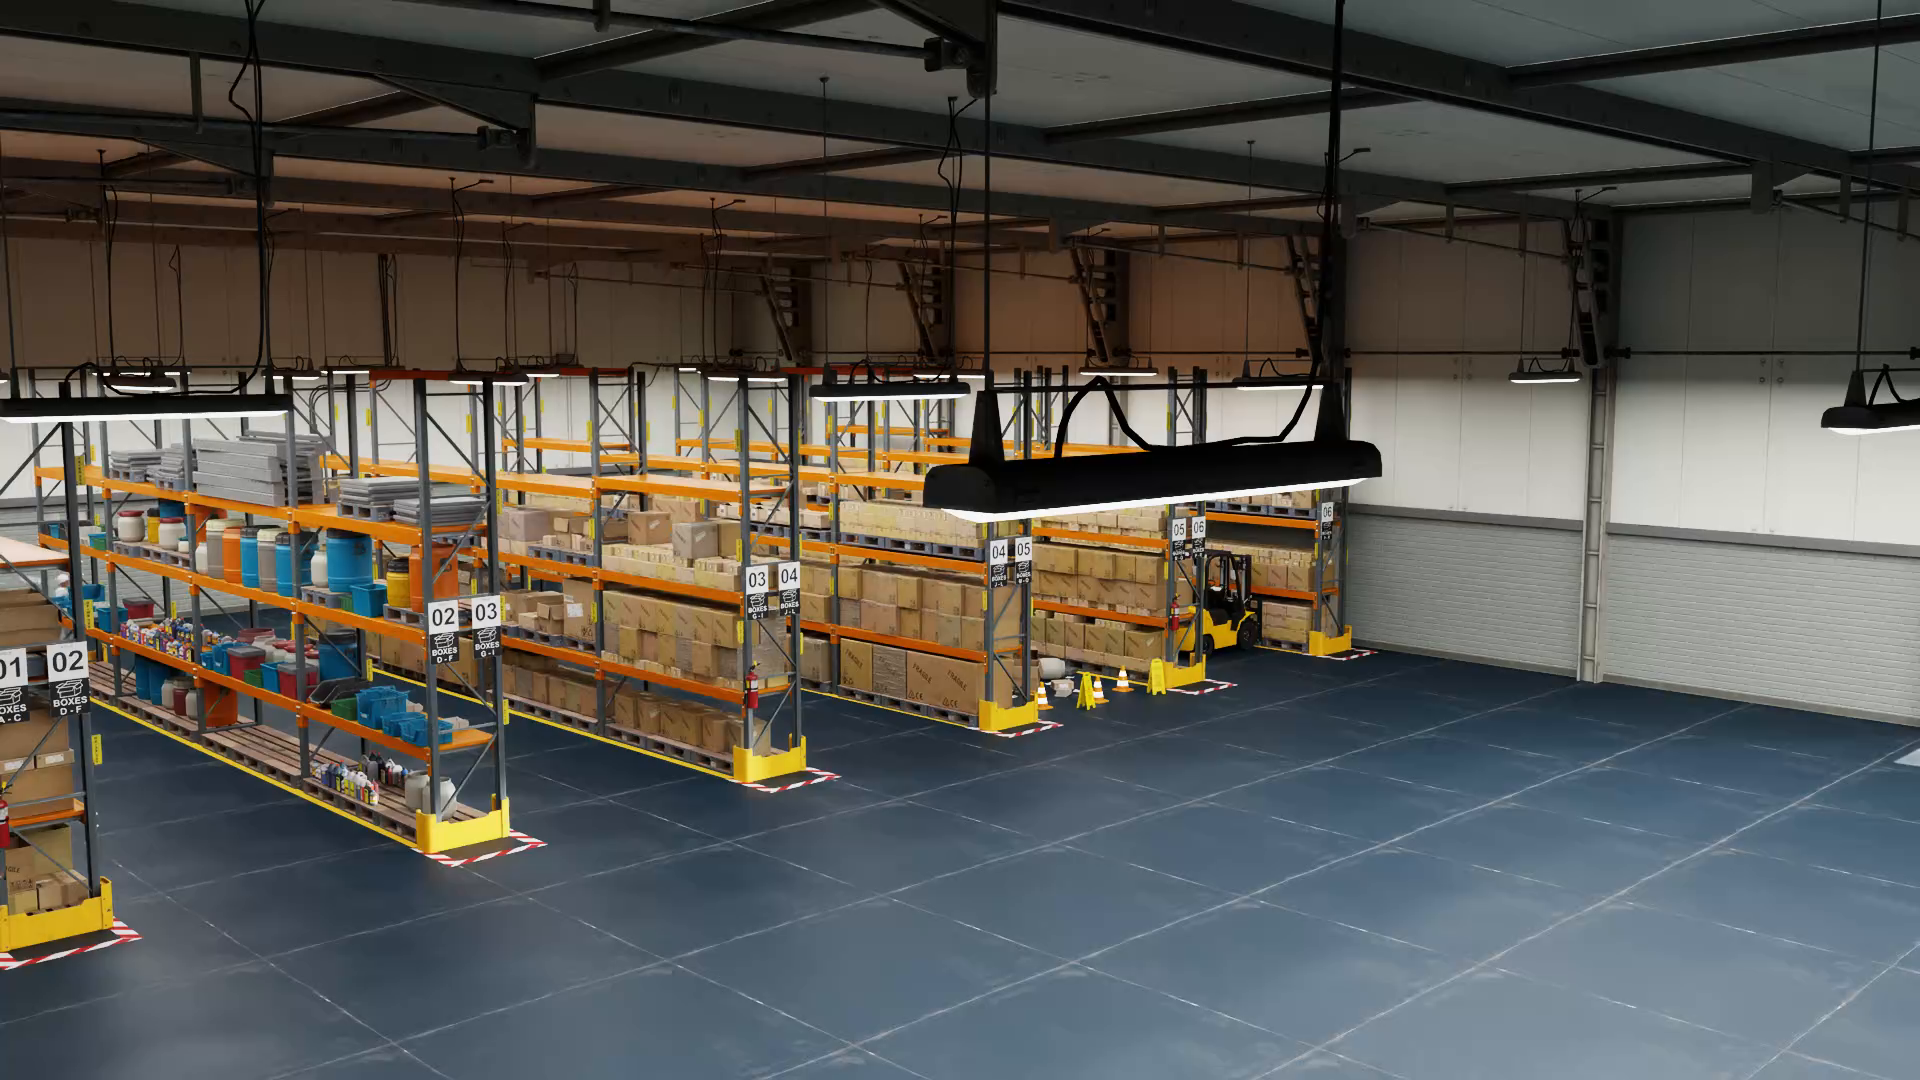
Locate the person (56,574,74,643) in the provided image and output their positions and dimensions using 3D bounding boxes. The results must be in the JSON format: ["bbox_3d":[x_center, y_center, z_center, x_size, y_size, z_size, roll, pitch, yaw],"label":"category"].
[{"bbox_3d":[-18.352,1.582,34.270,0.692,1.776,0.658,-6,9,-44],"label":"person"}]

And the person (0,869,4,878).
[{"bbox_3d":[-9.933,3.671,16.695,0.667,1.671,0.666,-1,6,-5],"label":"person"}]

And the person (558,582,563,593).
[{"bbox_3d":[-9.727,0.941,40.850,0.660,1.668,0.628,5,8,39],"label":"person"}]
